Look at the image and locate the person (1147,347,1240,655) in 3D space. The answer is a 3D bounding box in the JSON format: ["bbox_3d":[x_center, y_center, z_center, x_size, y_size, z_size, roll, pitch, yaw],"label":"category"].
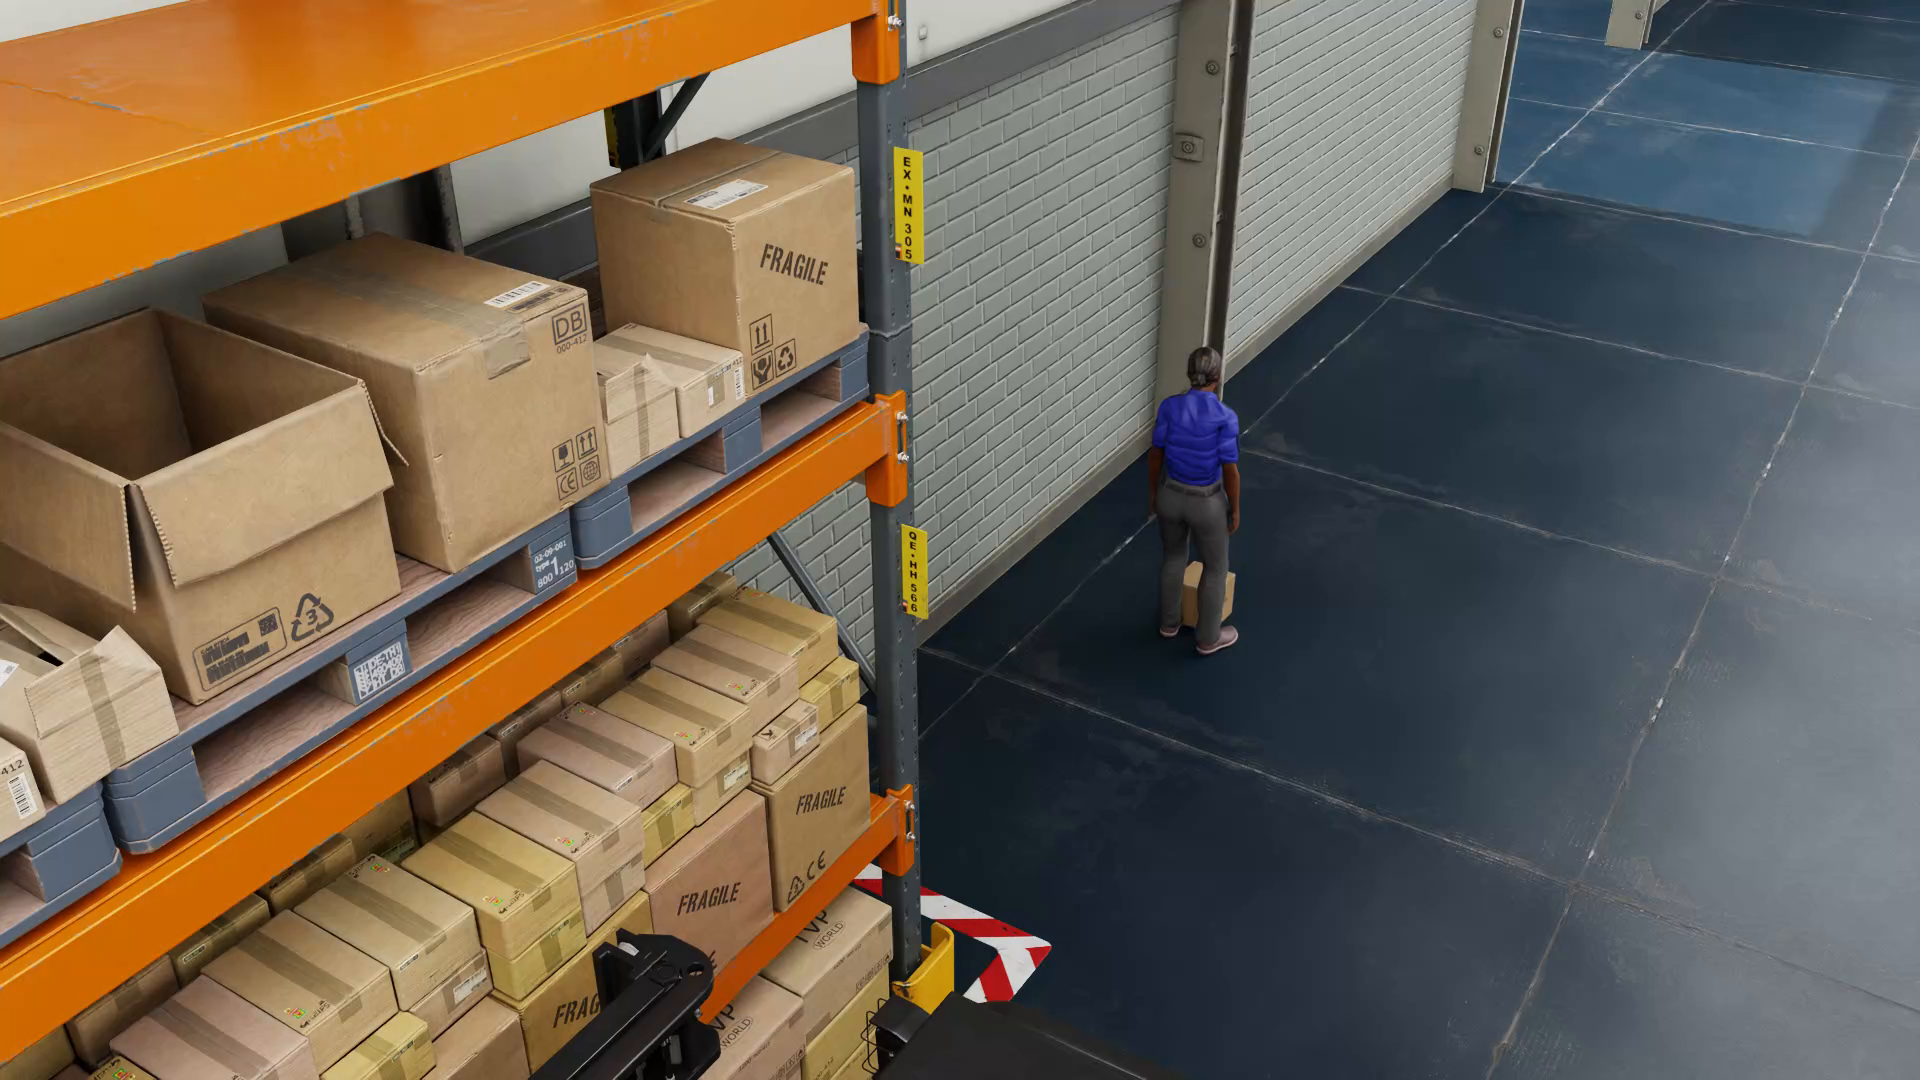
[{"bbox_3d":[1.211,-0.202,8.479,0.520,1.653,0.402,16,34,25],"label":"person"}]
